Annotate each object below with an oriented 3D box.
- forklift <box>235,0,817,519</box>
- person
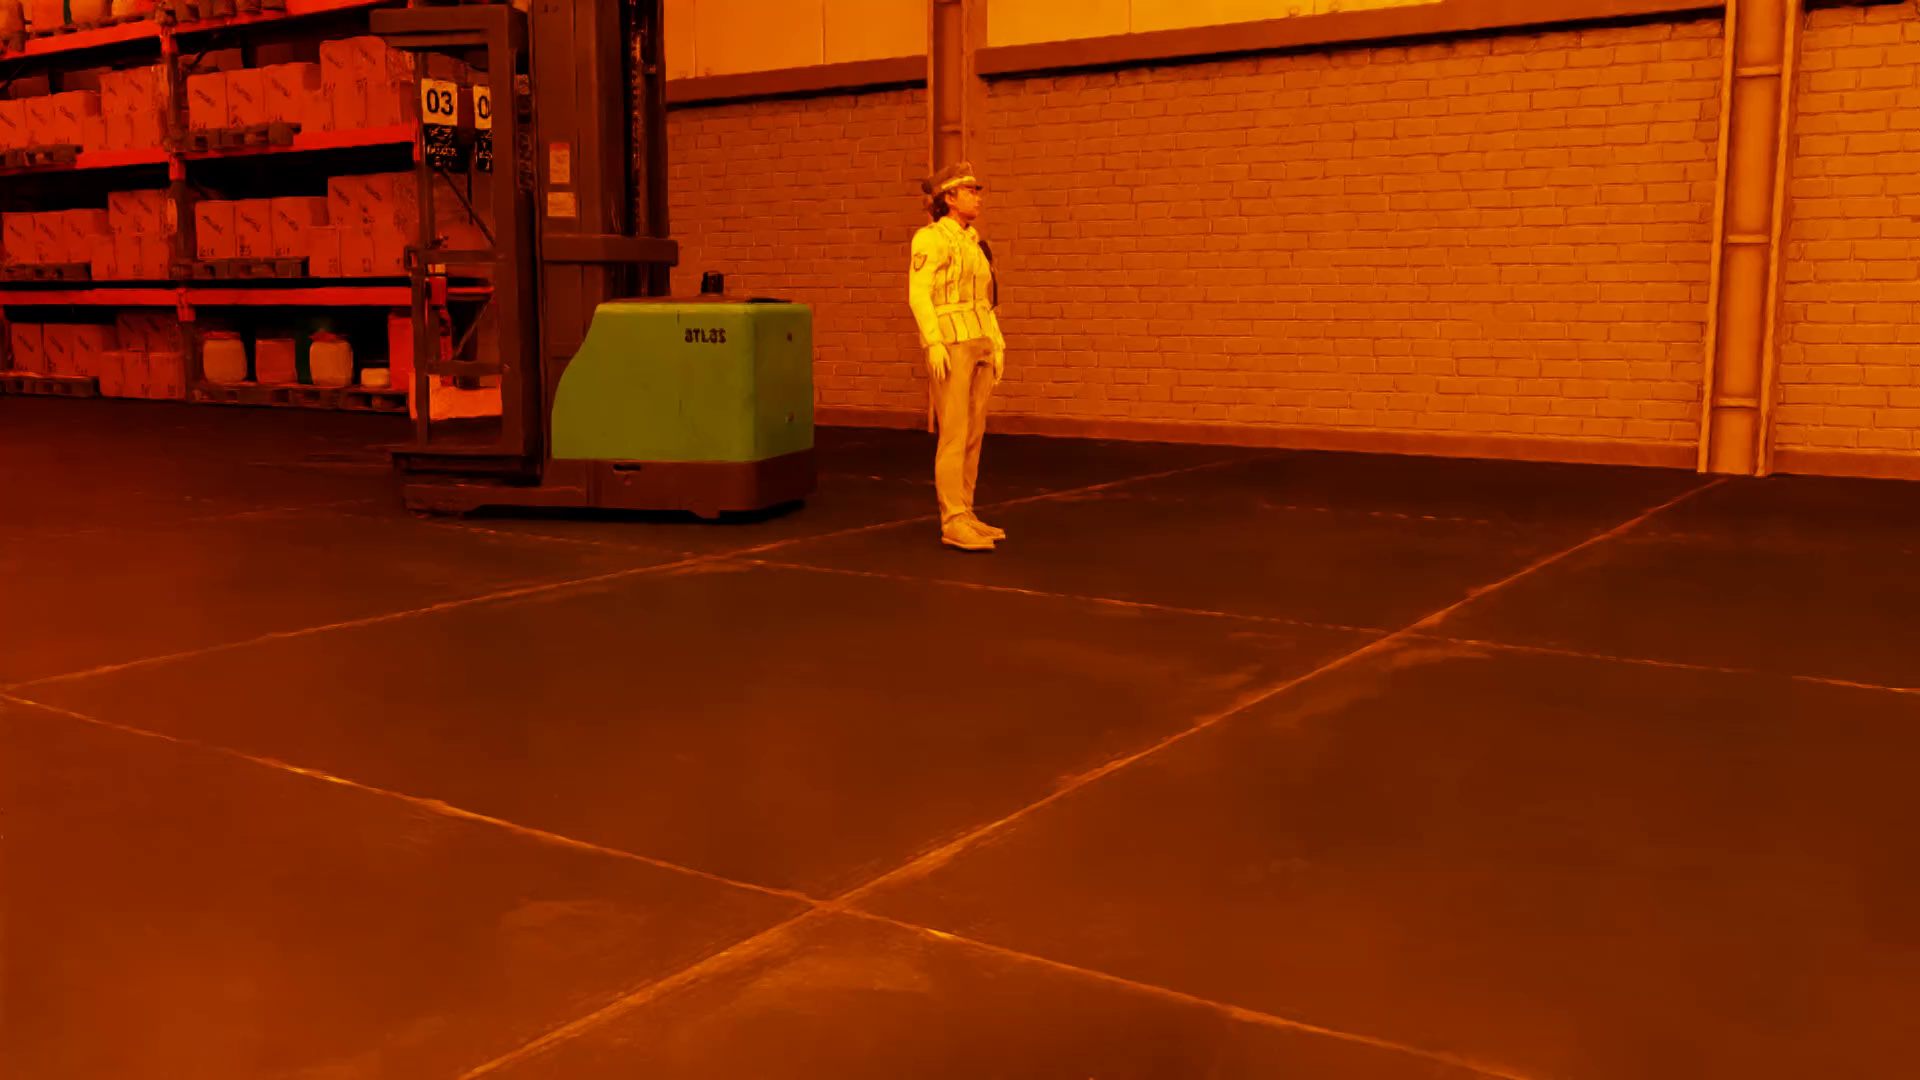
[{"bbox_3d":[-2.344,-1.637,8.708,3.031,2.935,1.130,2,8,14],"label":"forklift"},{"bbox_3d":[0.052,-0.840,7.440,0.533,1.695,0.586,5,10,34],"label":"person"}]
